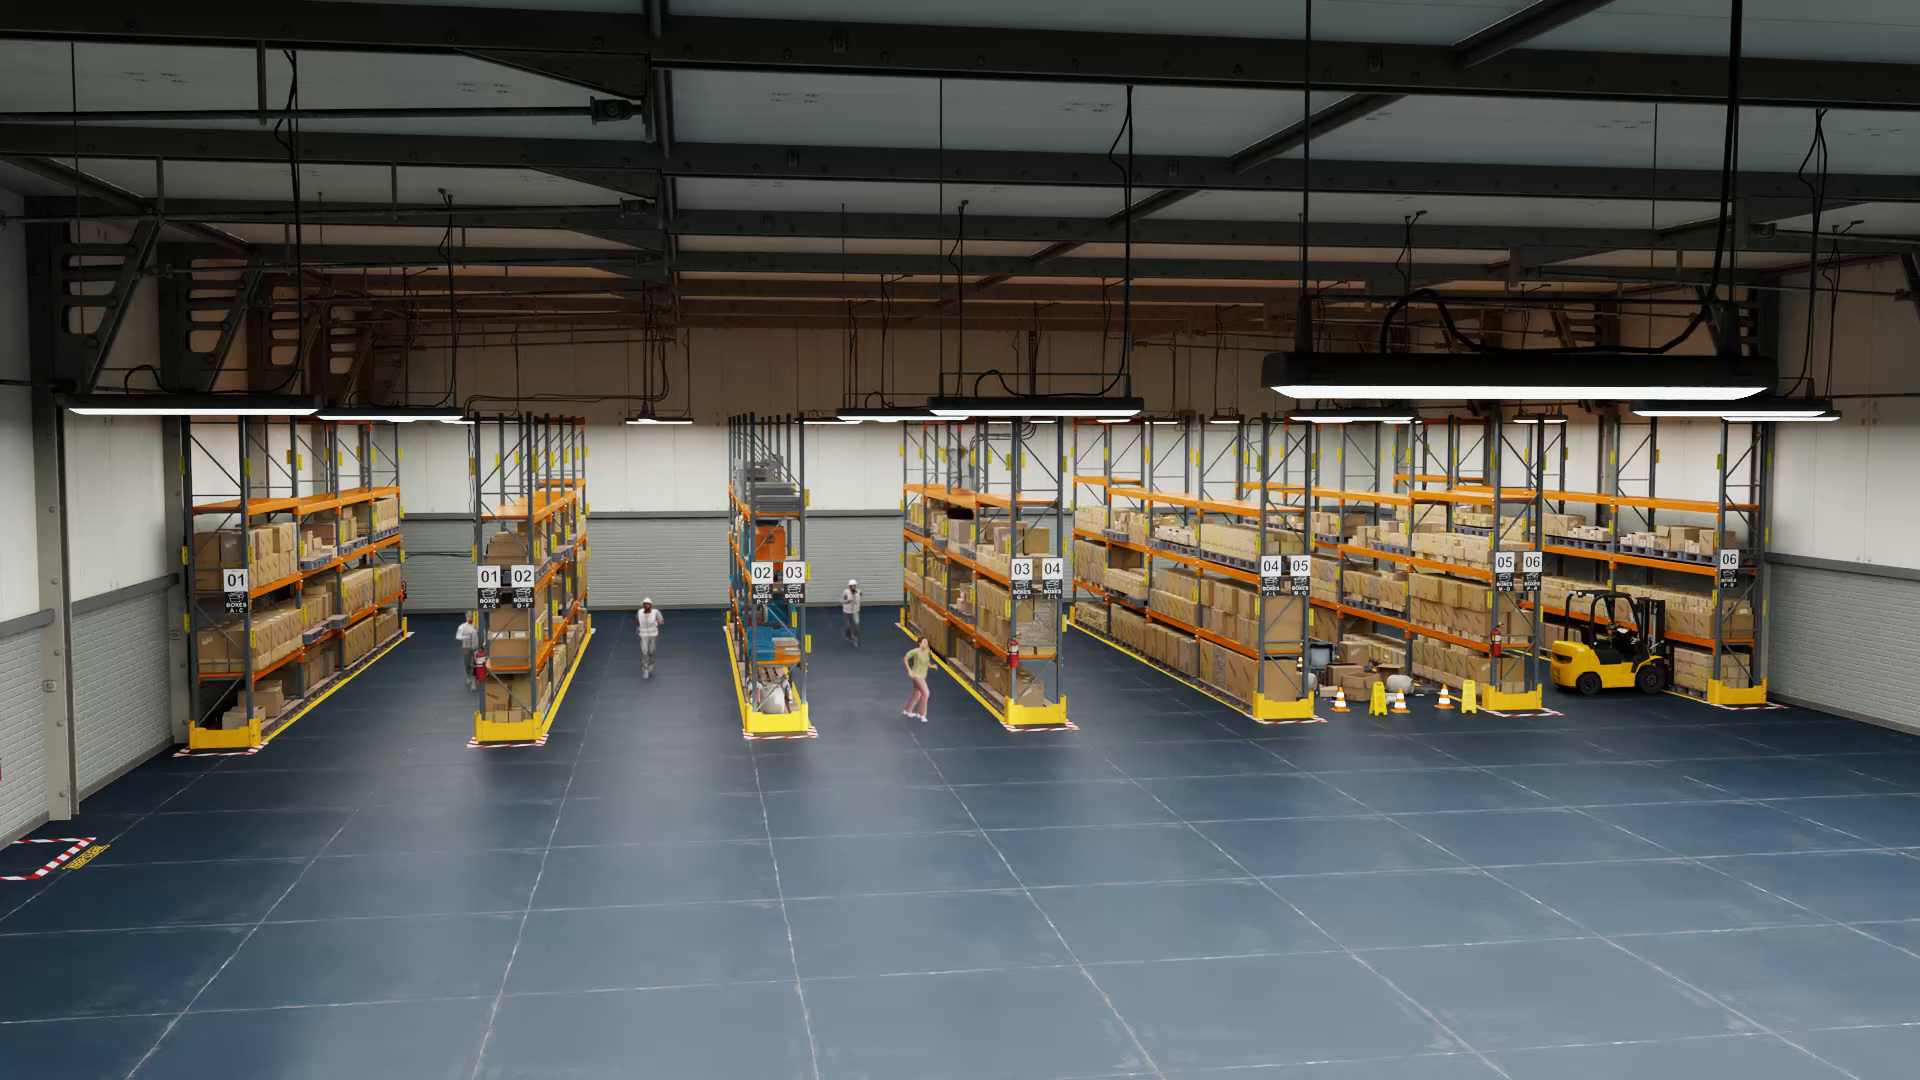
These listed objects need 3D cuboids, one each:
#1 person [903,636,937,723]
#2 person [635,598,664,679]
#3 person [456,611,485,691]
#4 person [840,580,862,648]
[{"bbox_3d":[-0.810,2.710,32.402,0.821,1.711,0.514,3,5,34],"label":"person"},{"bbox_3d":[-7.127,2.234,38.194,0.657,1.826,0.882,-1,4,-8],"label":"person"},{"bbox_3d":[-10.714,2.384,36.406,0.589,1.720,0.883,-1,4,-15],"label":"person"},{"bbox_3d":[-2.855,1.904,43.508,0.653,1.786,0.959,-1,4,-13],"label":"person"}]
